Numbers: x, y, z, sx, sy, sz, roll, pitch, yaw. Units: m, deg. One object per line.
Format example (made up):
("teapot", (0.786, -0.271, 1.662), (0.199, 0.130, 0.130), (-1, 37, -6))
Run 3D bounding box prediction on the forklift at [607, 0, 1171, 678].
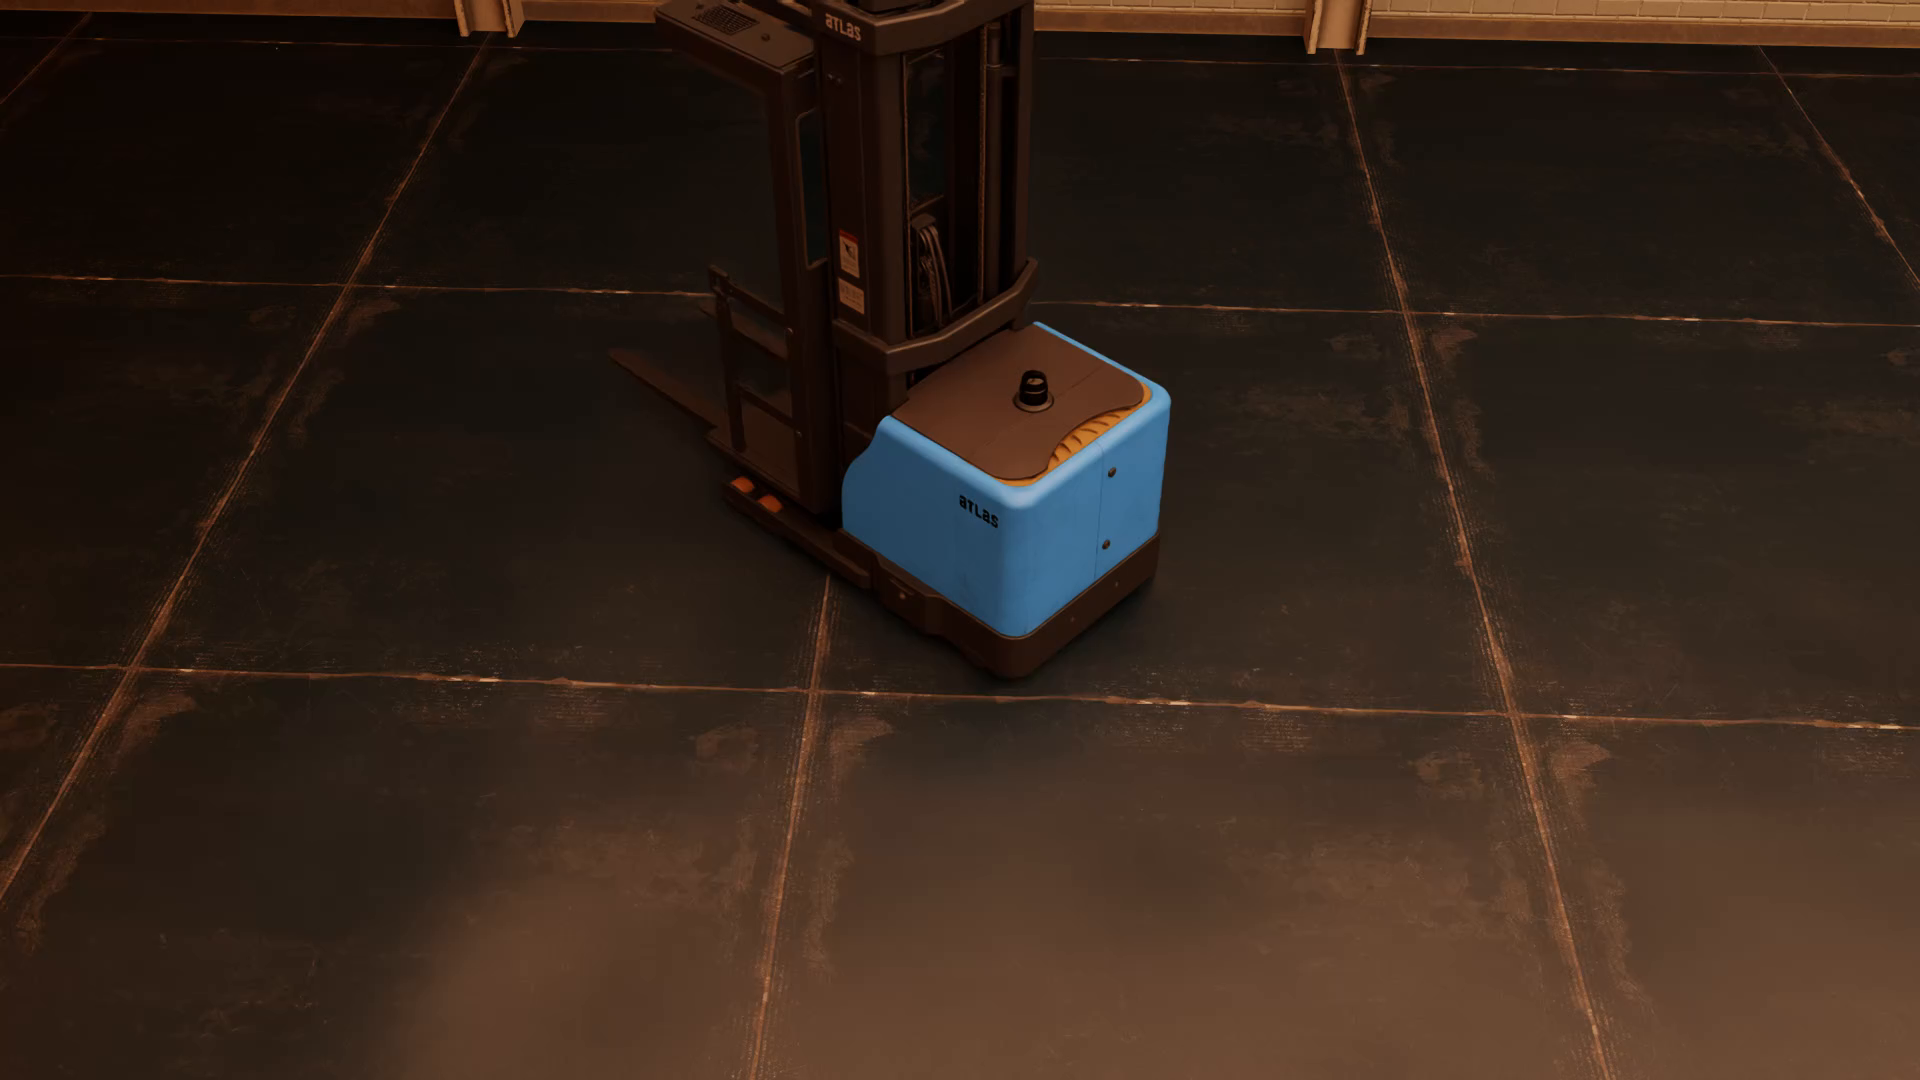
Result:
("forklift", (-0.509, -1.362, 7.234), (3.031, 2.935, 1.130), (32, 51, 30))
